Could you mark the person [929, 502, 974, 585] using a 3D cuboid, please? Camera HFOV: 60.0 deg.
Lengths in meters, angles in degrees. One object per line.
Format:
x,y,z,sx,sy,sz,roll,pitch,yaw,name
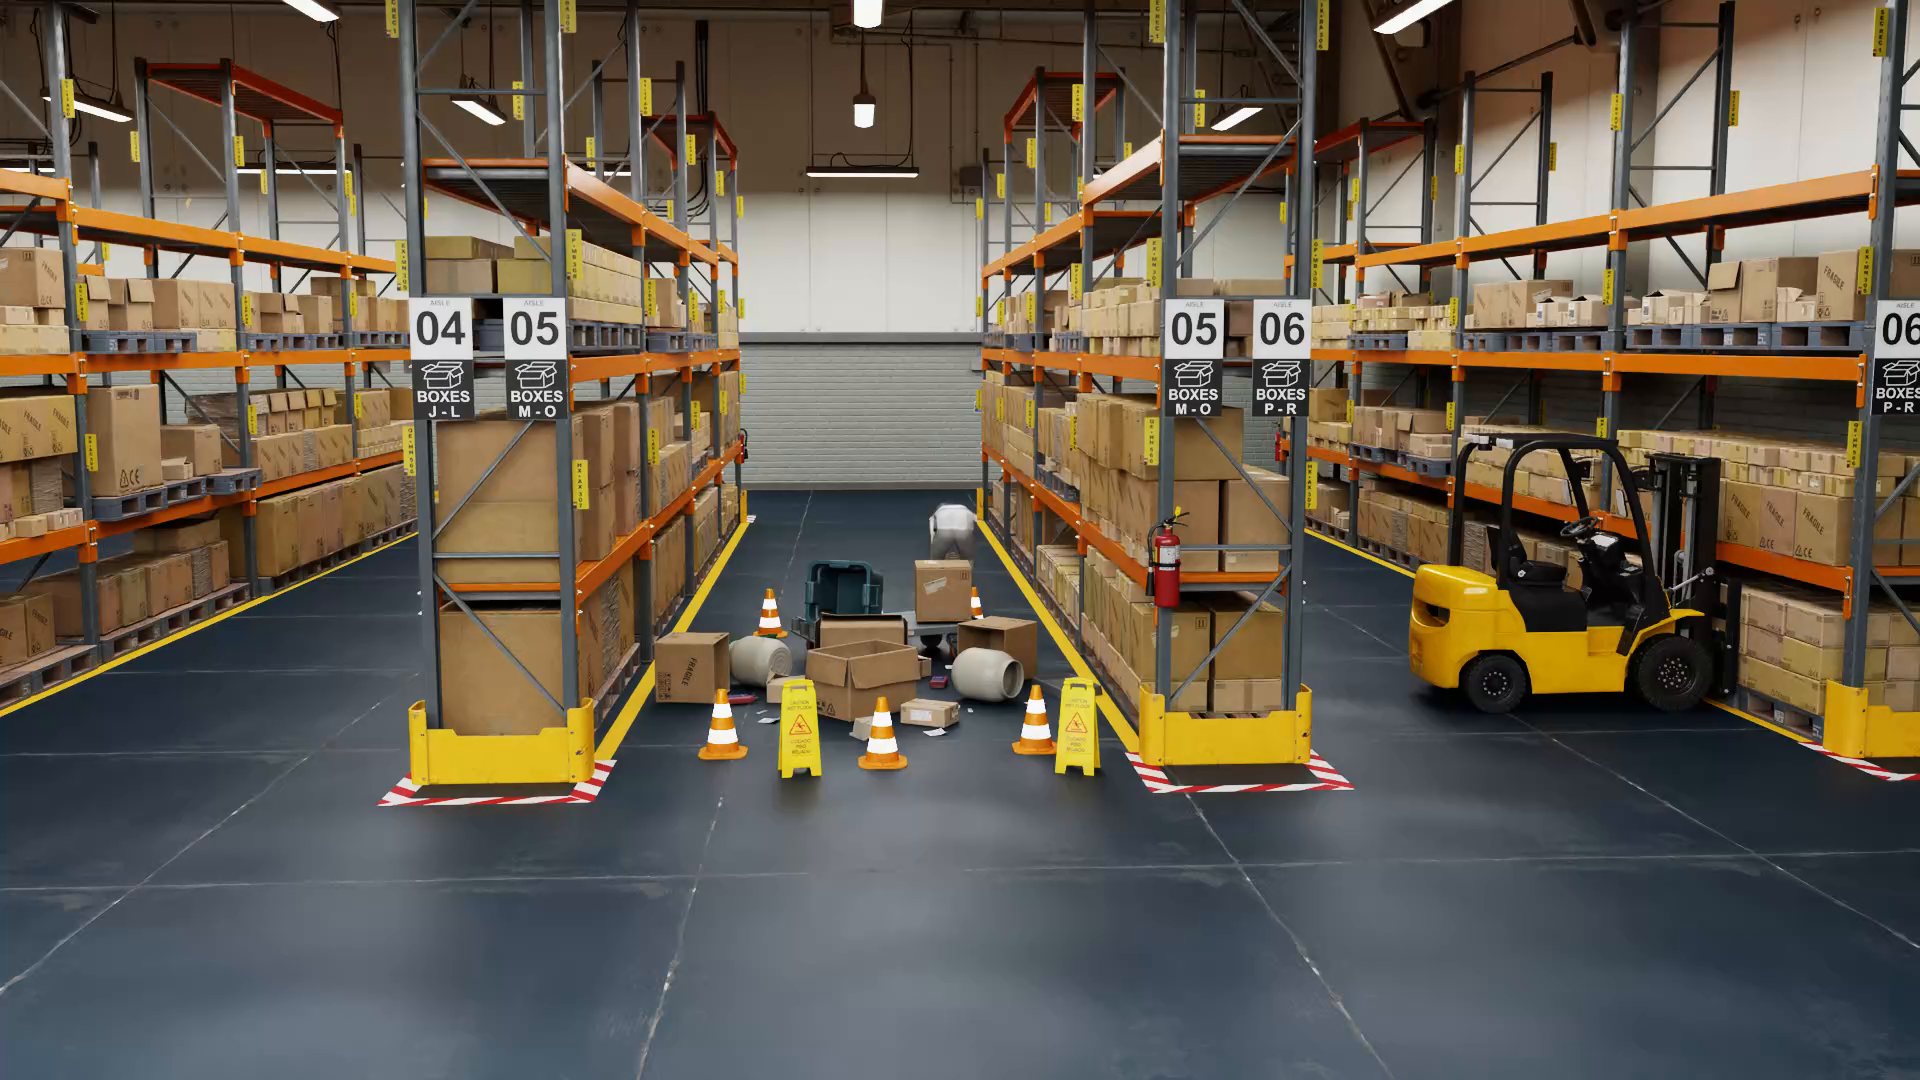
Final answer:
-0.102,0.126,18.909,0.504,1.102,1.046,-1,7,-6,person
